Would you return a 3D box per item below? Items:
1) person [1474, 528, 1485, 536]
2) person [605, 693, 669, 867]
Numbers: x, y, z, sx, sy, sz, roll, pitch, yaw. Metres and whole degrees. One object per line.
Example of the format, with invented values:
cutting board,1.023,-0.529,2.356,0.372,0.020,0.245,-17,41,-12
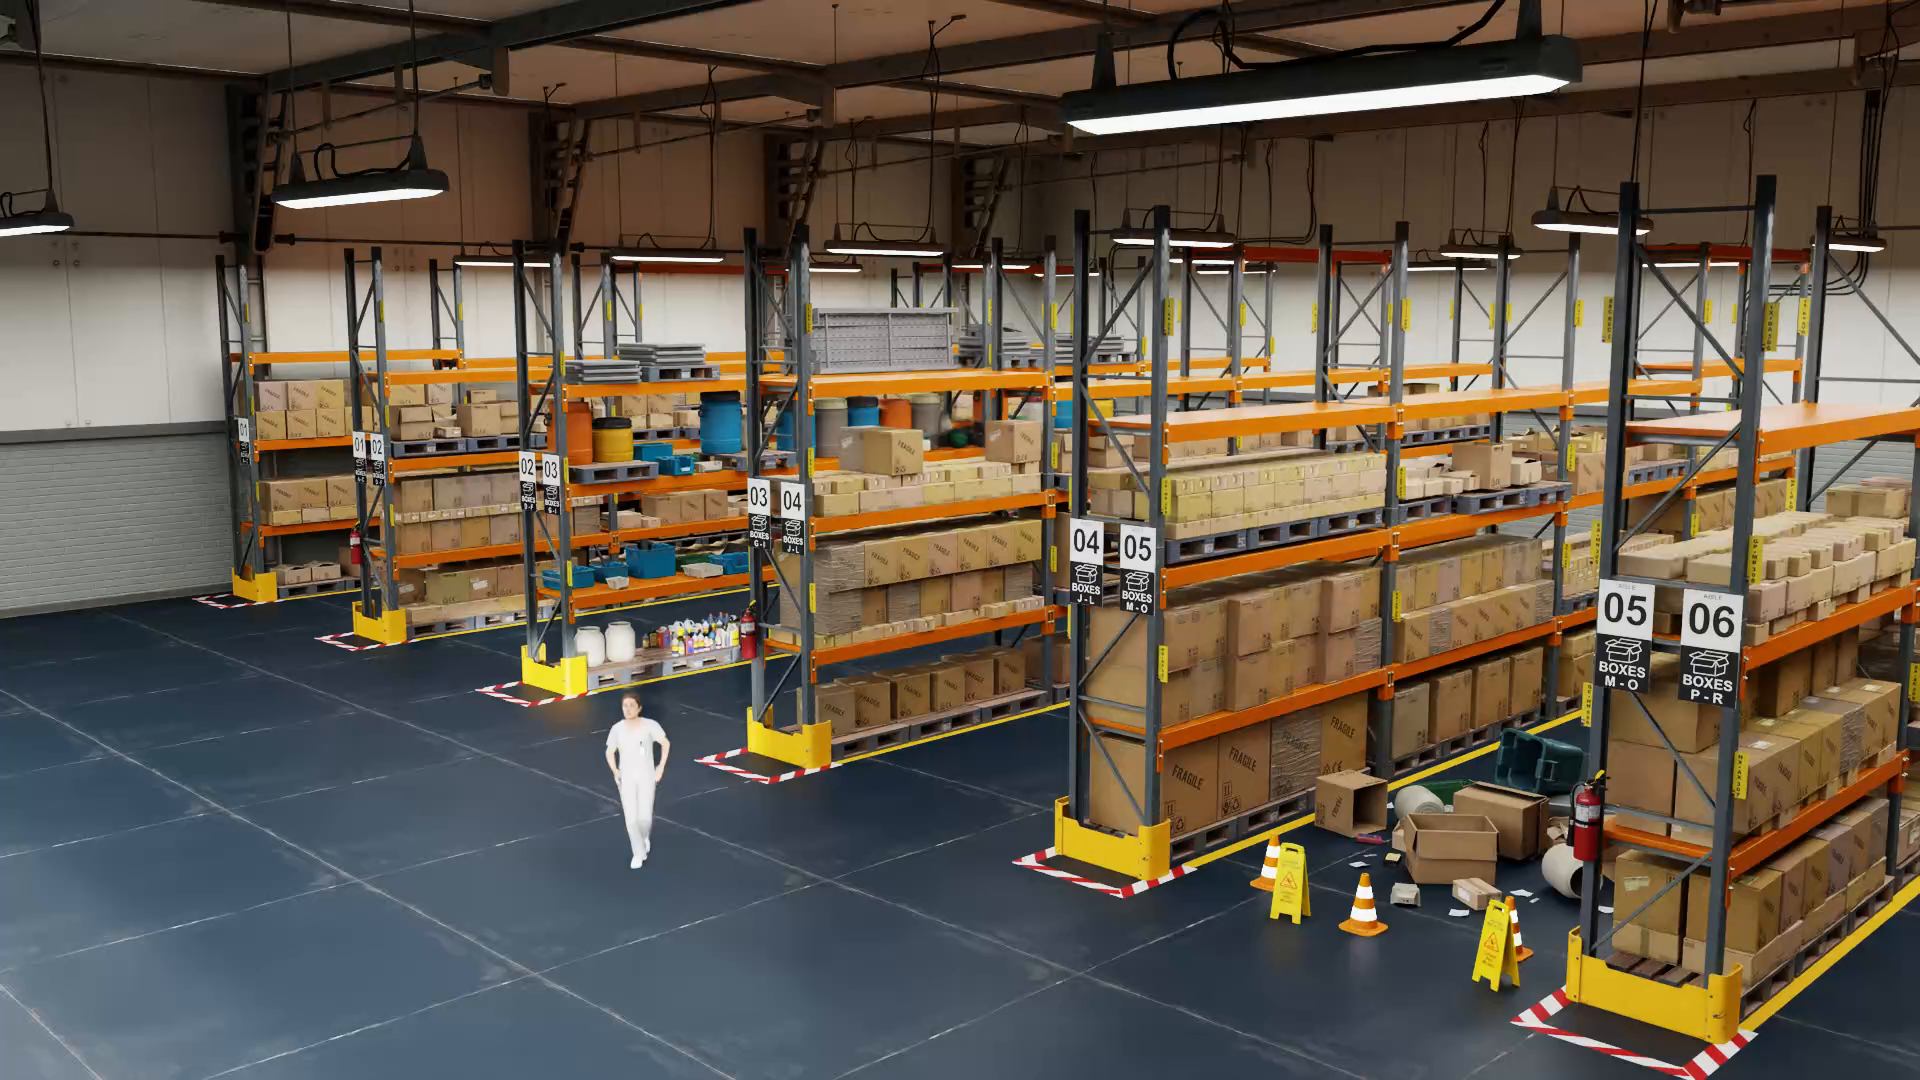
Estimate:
person,8.210,0.629,26.278,0.598,1.665,0.561,7,11,41
person,-2.974,2.212,15.294,0.574,1.631,0.521,0,8,-2
